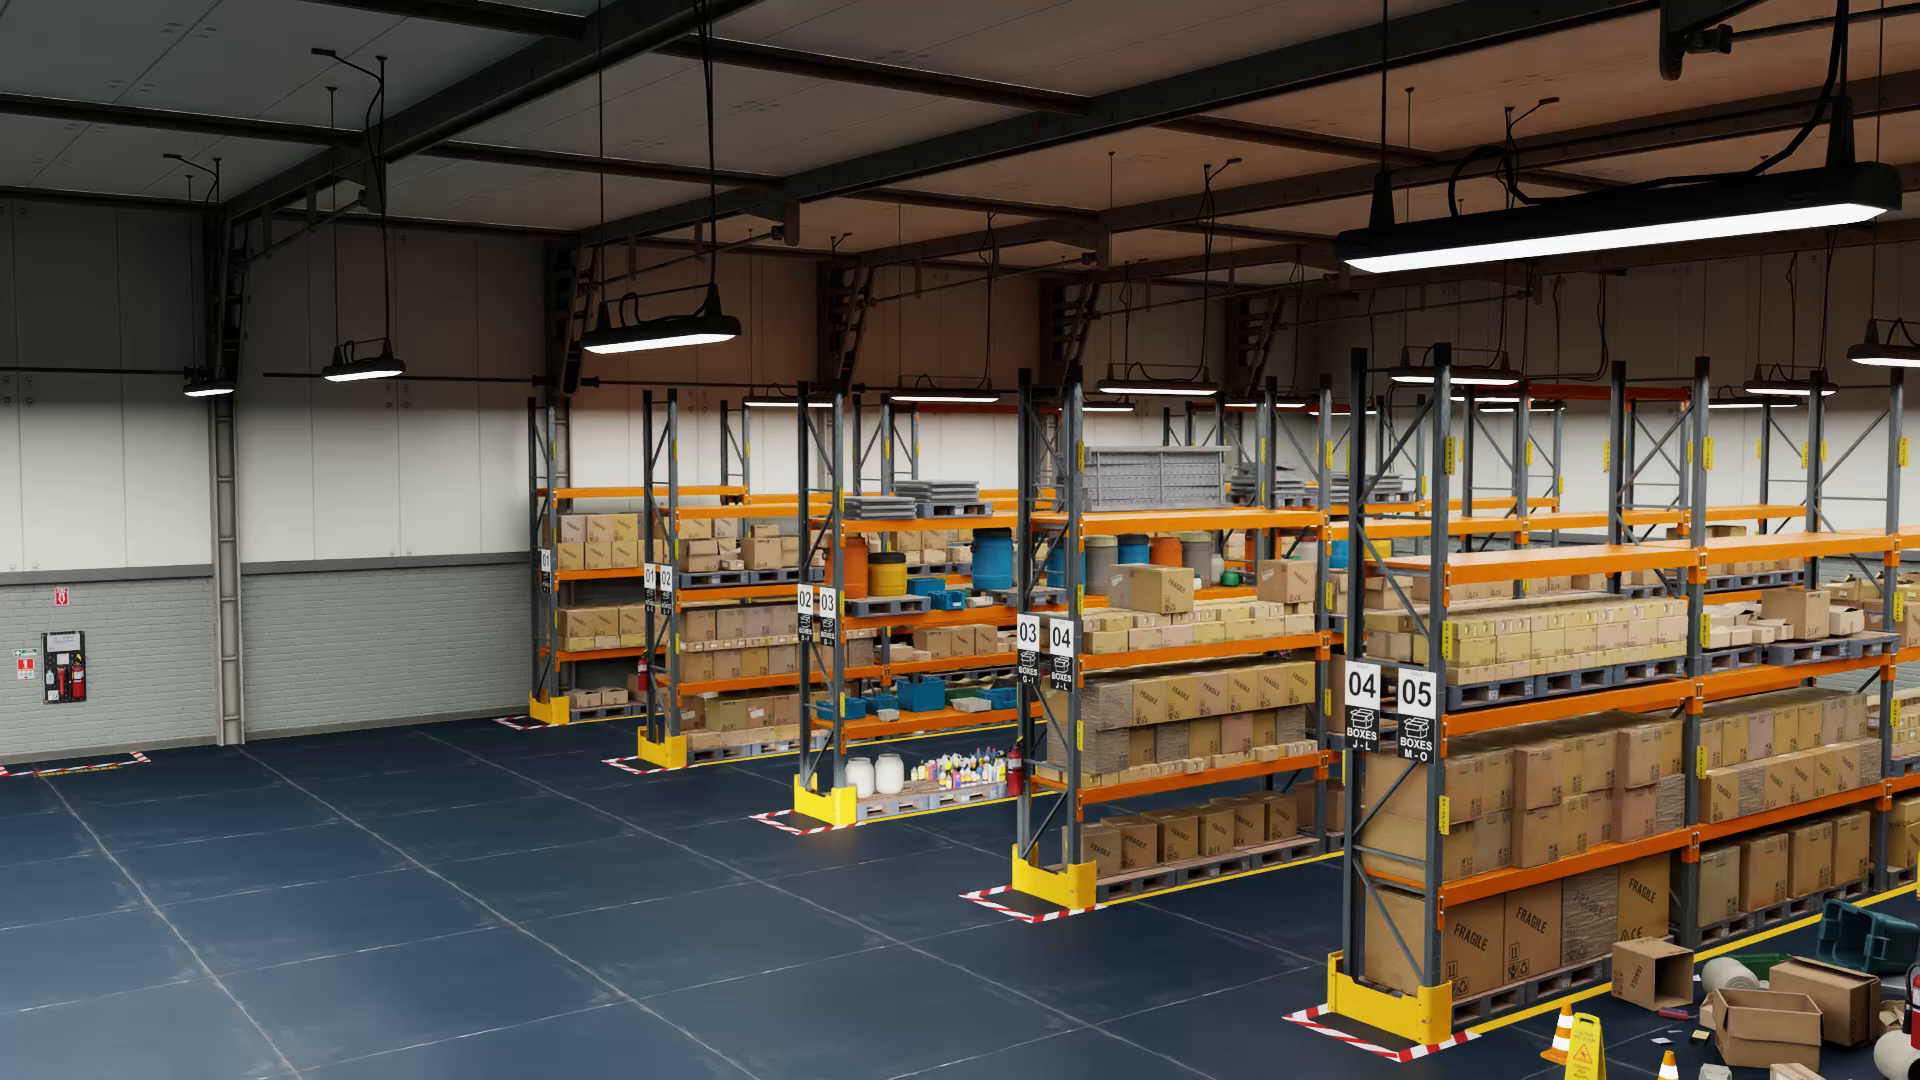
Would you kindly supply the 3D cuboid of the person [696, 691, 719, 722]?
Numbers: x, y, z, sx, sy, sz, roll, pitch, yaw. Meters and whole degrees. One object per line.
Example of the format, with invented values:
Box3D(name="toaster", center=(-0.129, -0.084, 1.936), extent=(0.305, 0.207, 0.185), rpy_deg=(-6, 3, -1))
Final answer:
Box3D(name="person", center=(-4.346, 2.579, 29.113), extent=(0.678, 1.754, 0.636), rpy_deg=(-1, 4, -21))
